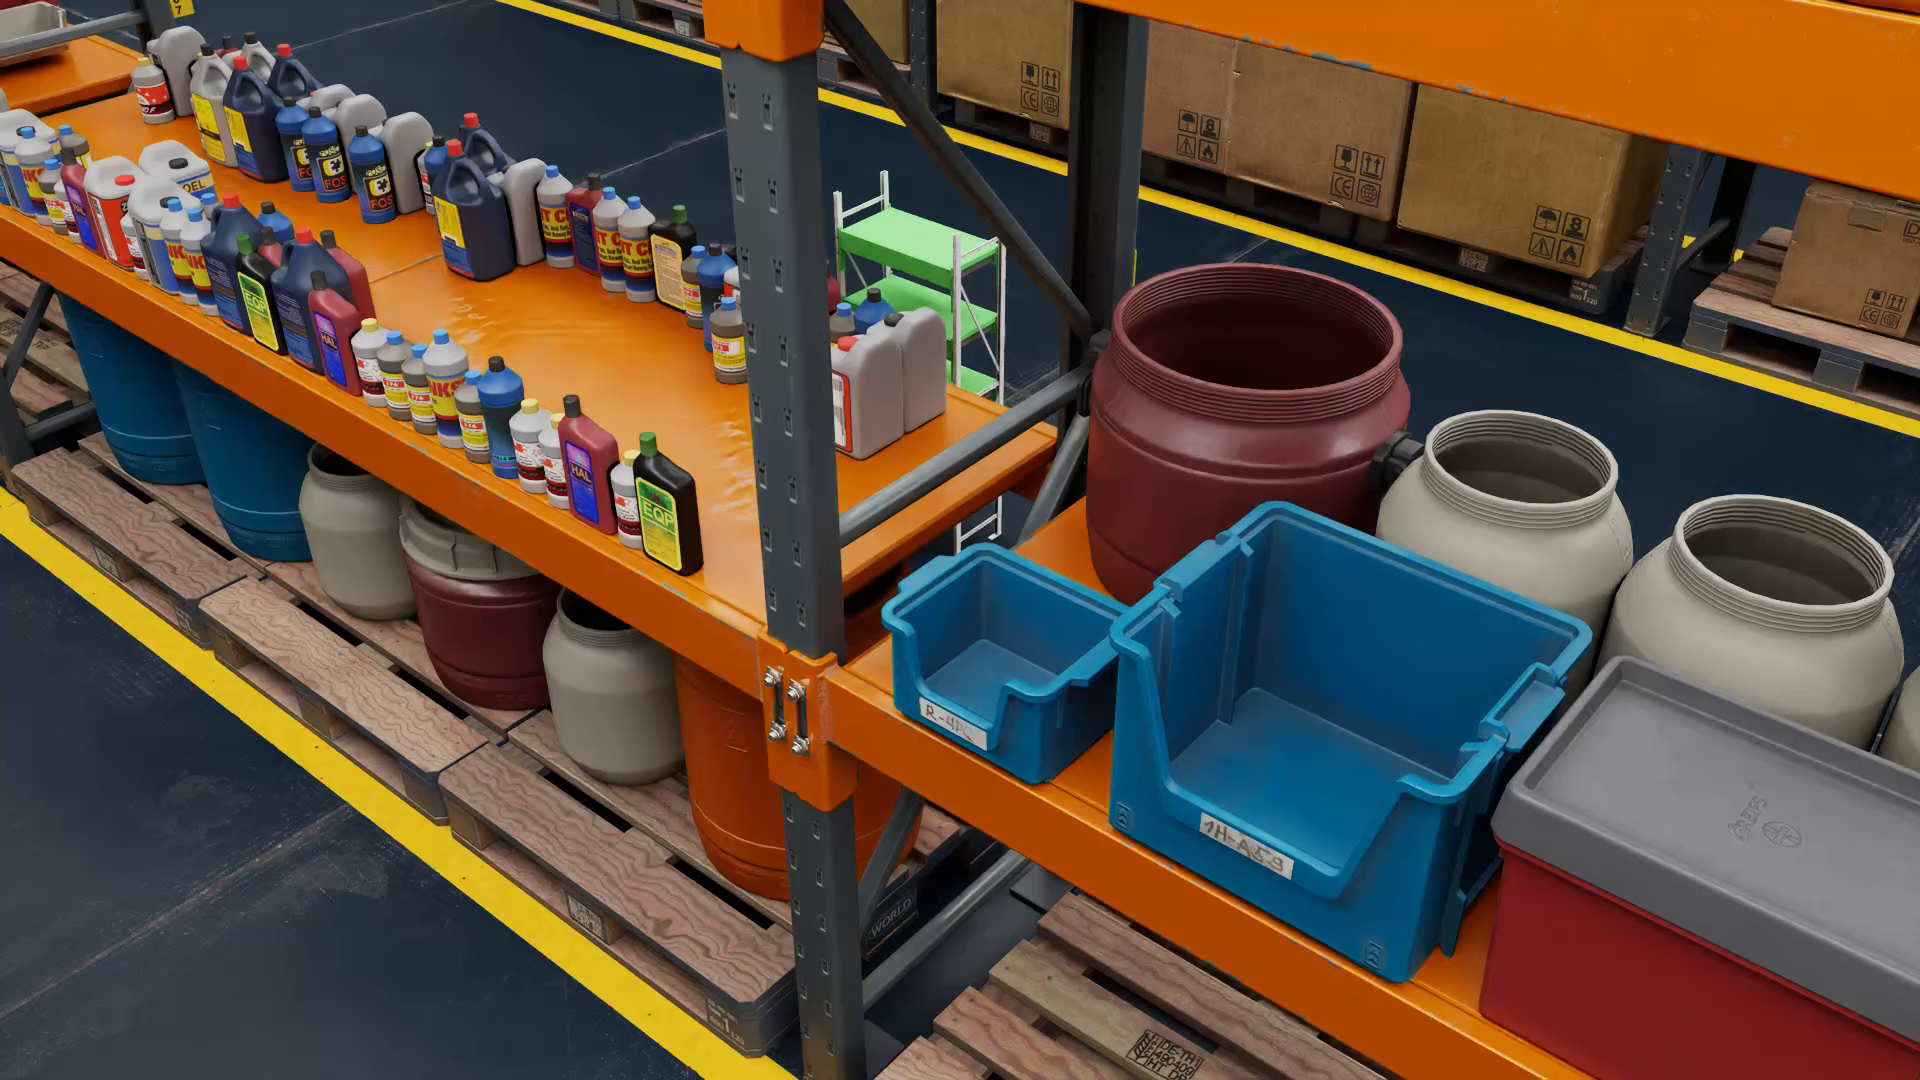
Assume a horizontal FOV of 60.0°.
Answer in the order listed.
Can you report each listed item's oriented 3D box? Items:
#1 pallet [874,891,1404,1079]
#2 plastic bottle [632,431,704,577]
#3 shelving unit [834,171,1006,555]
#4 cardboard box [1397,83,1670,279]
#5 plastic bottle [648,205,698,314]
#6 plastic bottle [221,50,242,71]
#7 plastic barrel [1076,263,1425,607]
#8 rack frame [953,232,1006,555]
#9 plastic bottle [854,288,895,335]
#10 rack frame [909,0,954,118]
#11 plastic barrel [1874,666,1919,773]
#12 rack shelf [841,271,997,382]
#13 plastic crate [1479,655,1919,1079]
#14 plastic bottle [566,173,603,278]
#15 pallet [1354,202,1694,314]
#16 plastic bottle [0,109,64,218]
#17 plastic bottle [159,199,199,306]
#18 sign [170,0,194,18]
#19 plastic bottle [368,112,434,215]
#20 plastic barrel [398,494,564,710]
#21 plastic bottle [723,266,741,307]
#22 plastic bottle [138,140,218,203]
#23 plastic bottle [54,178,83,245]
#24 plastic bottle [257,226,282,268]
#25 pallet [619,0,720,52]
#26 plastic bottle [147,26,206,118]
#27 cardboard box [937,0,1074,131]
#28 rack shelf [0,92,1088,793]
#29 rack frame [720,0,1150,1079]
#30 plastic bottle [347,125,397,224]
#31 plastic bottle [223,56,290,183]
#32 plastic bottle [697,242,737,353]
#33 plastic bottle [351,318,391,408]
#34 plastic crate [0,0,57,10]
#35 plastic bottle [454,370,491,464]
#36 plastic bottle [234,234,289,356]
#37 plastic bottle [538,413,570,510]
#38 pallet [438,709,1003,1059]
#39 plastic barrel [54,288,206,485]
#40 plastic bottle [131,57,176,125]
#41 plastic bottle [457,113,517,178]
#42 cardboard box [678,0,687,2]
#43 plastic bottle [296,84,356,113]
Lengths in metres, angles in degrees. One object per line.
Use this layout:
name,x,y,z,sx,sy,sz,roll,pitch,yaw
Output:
pallet,0.571,1.286,3.691,1.213,0.211,1.003,25,42,32
plastic bottle,-0.584,-0.074,3.311,0.133,0.283,0.061,25,42,32
shelving unit,-0.127,-0.555,5.498,0.503,1.200,0.258,25,42,32
cardboard box,2.652,-1.872,7.332,0.875,0.875,1.225,23,41,30
plastic bottle,-0.732,-0.730,4.266,0.133,0.283,0.061,25,42,32
plastic bottle,-2.283,-1.424,5.284,0.135,0.276,0.152,25,42,32
plastic barrel,0.551,-0.181,3.244,0.708,0.536,0.600,25,42,32
rack frame,0.060,-0.466,5.369,0.015,1.200,0.240,25,42,32
plastic bottle,-0.197,-0.459,3.883,0.097,0.271,0.097,0,34,0
rack frame,0.095,-3.765,8.582,0.127,3.000,1.000,25,42,32
plastic barrel,1.583,0.367,2.445,0.433,0.535,0.433,0,34,0
rack shelf,-0.127,-0.700,5.398,0.480,0.148,0.258,25,42,32
plastic crate,1.046,0.531,2.271,0.583,0.464,0.402,25,42,32
plastic bottle,-0.984,-0.849,4.439,0.133,0.283,0.061,25,42,32
pallet,2.612,-1.485,7.726,1.213,0.211,1.003,25,42,32
plastic bottle,-2.681,-1.093,4.801,0.135,0.276,0.152,25,42,32
plastic bottle,-2.000,-0.750,4.306,0.097,0.271,0.097,0,34,0
sign,-2.720,-1.963,5.714,0.005,0.325,0.100,25,42,32
plastic bottle,-1.614,-1.109,4.825,0.135,0.276,0.152,25,42,32
plastic barrel,-1.254,0.081,4.741,0.708,0.588,0.600,25,42,32
plastic bottle,-0.481,-0.575,4.047,0.135,0.276,0.152,25,42,32
plastic bottle,-2.153,-0.956,4.602,0.135,0.276,0.152,25,42,32
plastic bottle,-2.459,-0.938,4.641,0.097,0.201,0.097,0,34,0
plastic bottle,-1.668,-0.630,4.120,0.133,0.283,0.061,25,42,32
pallet,-1.381,-3.366,10.466,1.213,0.211,1.003,25,42,32
plastic bottle,-2.564,-1.557,5.477,0.135,0.276,0.152,25,42,32
cardboard box,0.600,-2.839,8.740,0.875,0.875,1.225,25,42,32
rack shelf,-1.537,-0.589,4.593,4.000,0.370,1.077,25,42,32
rack frame,0.000,-0.161,3.335,0.127,3.000,1.000,25,42,32
plastic bottle,-1.680,-1.046,4.737,0.097,0.271,0.097,0,34,0
plastic bottle,-2.108,-1.269,4.992,0.185,0.351,0.144,25,42,32
plastic bottle,-0.591,-0.600,4.088,0.097,0.271,0.097,0,34,0
plastic bottle,-1.362,-0.420,3.888,0.097,0.201,0.097,0,34,0
plastic crate,-3.599,-2.094,6.039,0.583,0.464,0.402,25,42,32
plastic bottle,-1.062,-0.279,3.682,0.097,0.201,0.097,0,34,0
plastic bottle,-1.706,-0.603,4.082,0.133,0.283,0.061,25,42,32
plastic bottle,-0.838,-0.173,3.528,0.097,0.201,0.097,0,34,0
pallet,-0.632,0.721,4.514,1.213,0.211,1.003,25,42,32
plastic barrel,-2.667,-0.714,5.622,0.708,0.901,0.600,25,42,32
plastic bottle,-2.630,-1.465,5.409,0.097,0.201,0.097,0,34,0
plastic bottle,-1.311,-1.000,4.600,0.185,0.351,0.144,25,42,32
cardboard box,-1.736,-3.984,10.408,0.875,0.875,0.875,25,42,32
plastic bottle,-1.896,-1.242,5.018,0.135,0.276,0.152,25,42,32
